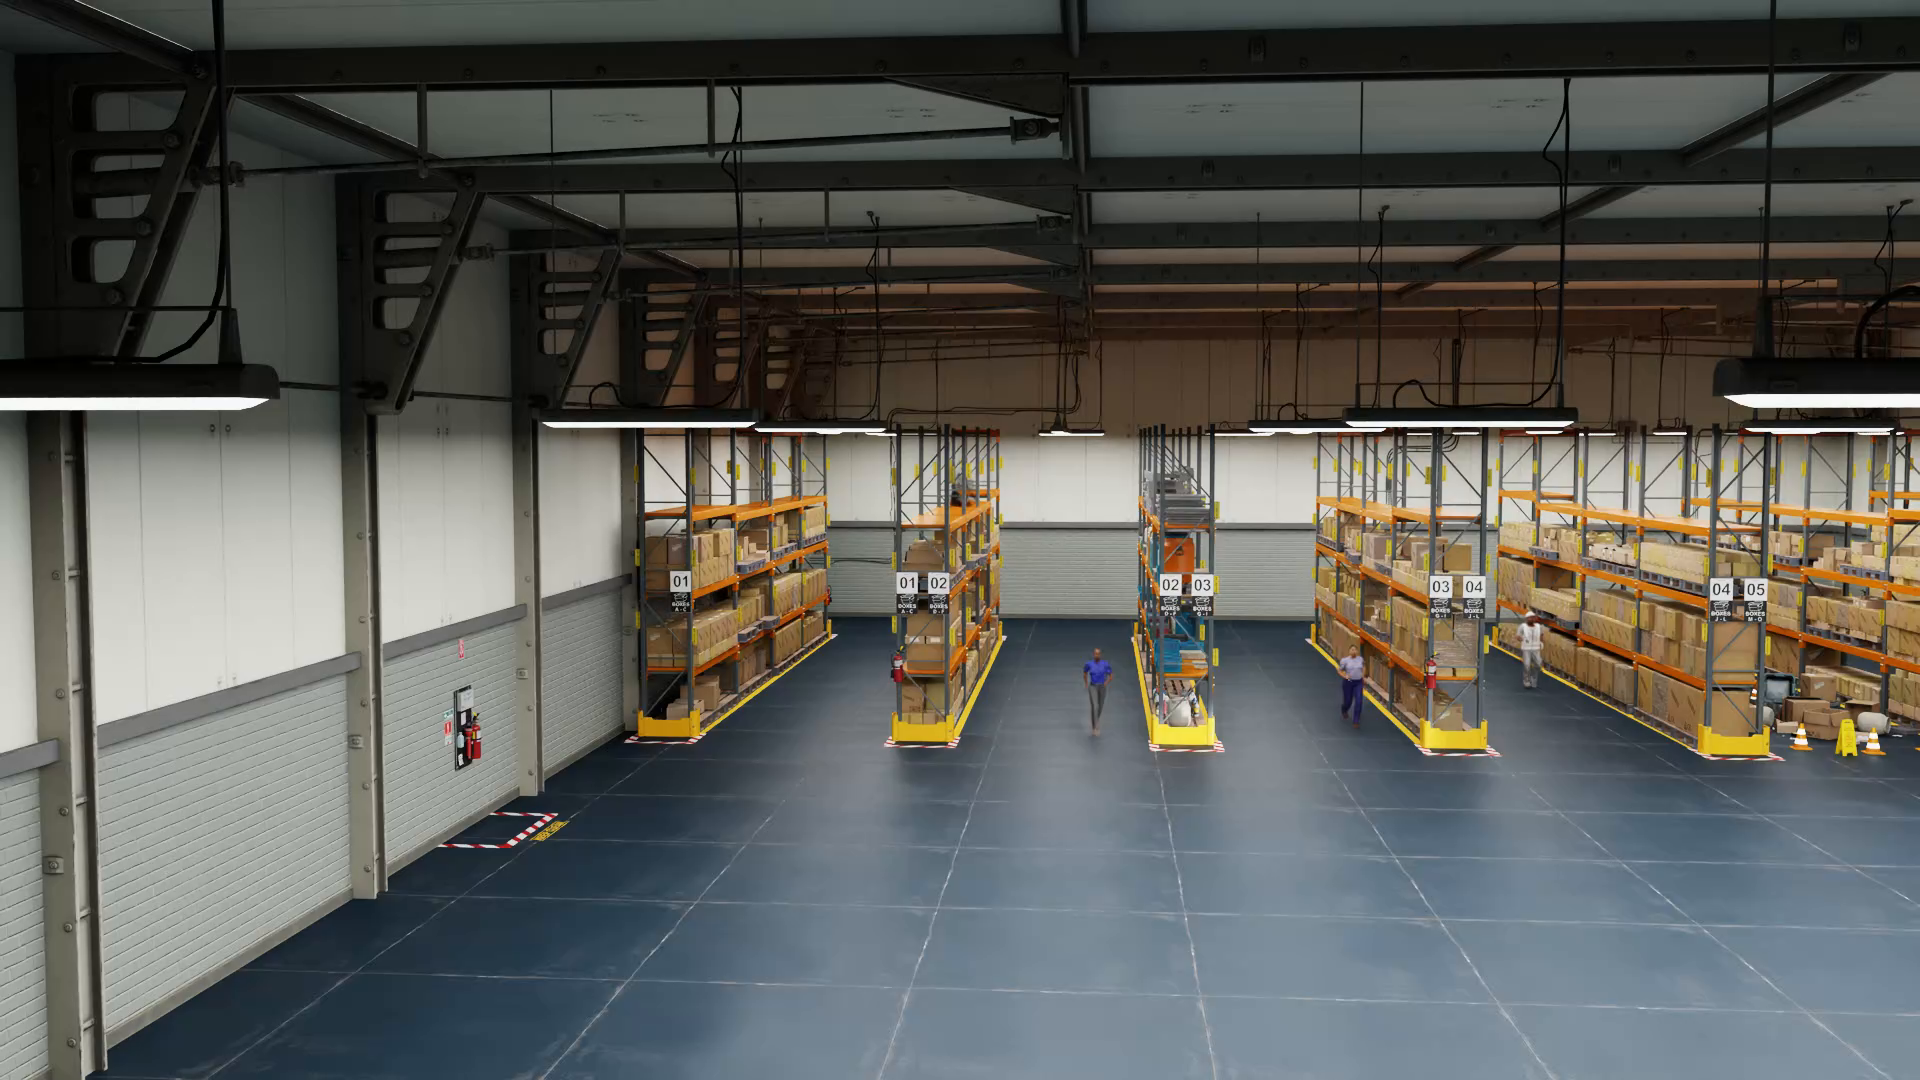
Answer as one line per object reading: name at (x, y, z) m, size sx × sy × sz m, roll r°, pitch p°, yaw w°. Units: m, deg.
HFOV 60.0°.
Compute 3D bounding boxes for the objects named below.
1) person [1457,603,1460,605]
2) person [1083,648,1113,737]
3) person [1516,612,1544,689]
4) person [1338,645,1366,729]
person at (13.569, 2.052, 46.246) m, size 0.678 × 1.703 × 0.882 m, roll 3°, pitch 5°, yaw 44°
person at (2.680, 2.923, 32.327) m, size 0.571 × 1.686 × 0.855 m, roll 0°, pitch 3°, yaw -3°
person at (13.070, 2.525, 38.015) m, size 0.662 × 1.767 × 0.633 m, roll 0°, pitch 3°, yaw 5°
person at (7.833, 2.904, 33.170) m, size 0.607 × 1.648 × 0.841 m, roll 0°, pitch 3°, yaw -1°
